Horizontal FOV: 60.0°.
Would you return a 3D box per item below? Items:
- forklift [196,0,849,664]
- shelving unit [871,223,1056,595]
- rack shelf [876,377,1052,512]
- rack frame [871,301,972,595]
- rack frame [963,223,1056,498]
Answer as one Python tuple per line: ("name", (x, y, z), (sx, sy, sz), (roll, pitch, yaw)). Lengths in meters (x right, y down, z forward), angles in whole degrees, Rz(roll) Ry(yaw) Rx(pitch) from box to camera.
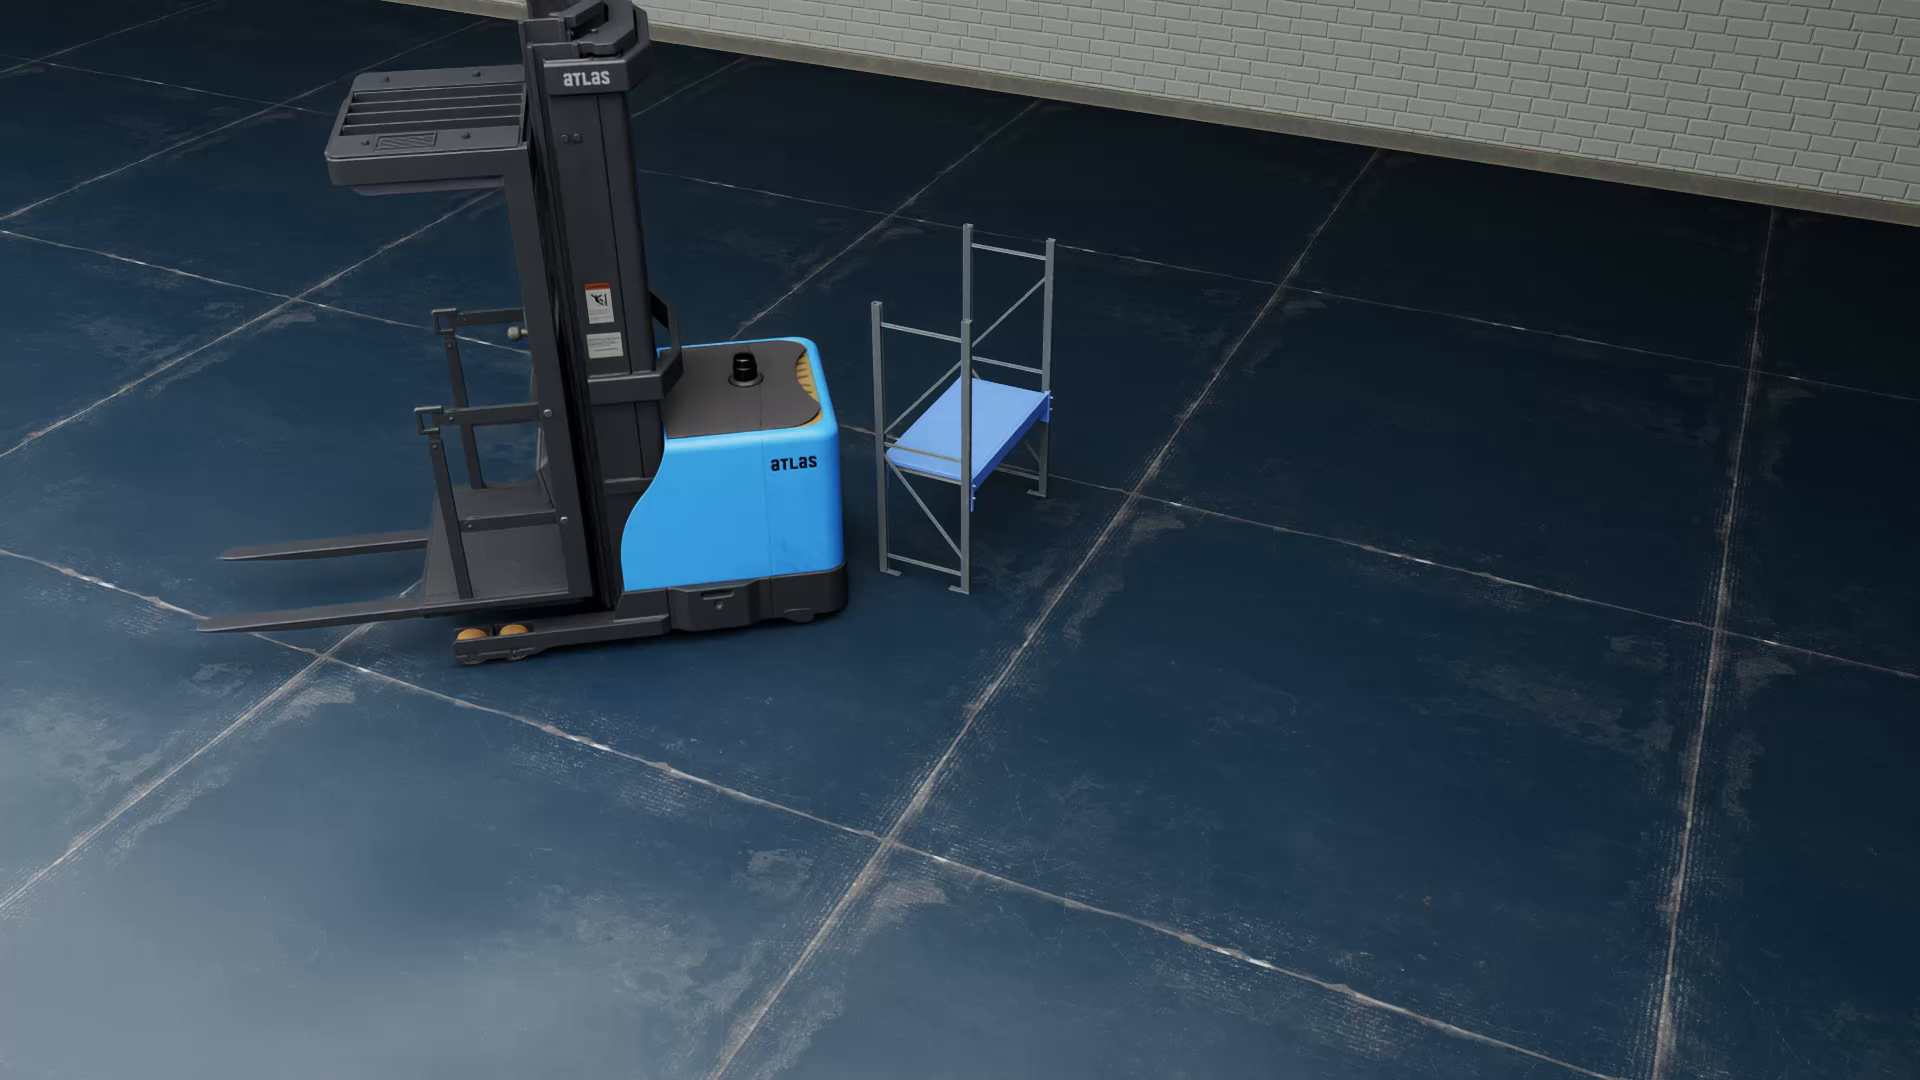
("forklift", (-2.115, -0.954, 7.531), (3.031, 2.935, 1.130), (-6, 34, -9))
("shelving unit", (0.036, -0.670, 8.404), (0.538, 1.500, 1.048), (14, 36, 20))
("rack shelf", (0.036, -0.519, 8.502), (0.538, 0.185, 1.000), (14, 36, 20))
("rack frame", (-0.177, -0.417, 8.017), (0.500, 1.500, 0.032), (14, 36, 20))
("rack frame", (0.248, -0.923, 8.790), (0.500, 1.500, 0.032), (14, 36, 20))
